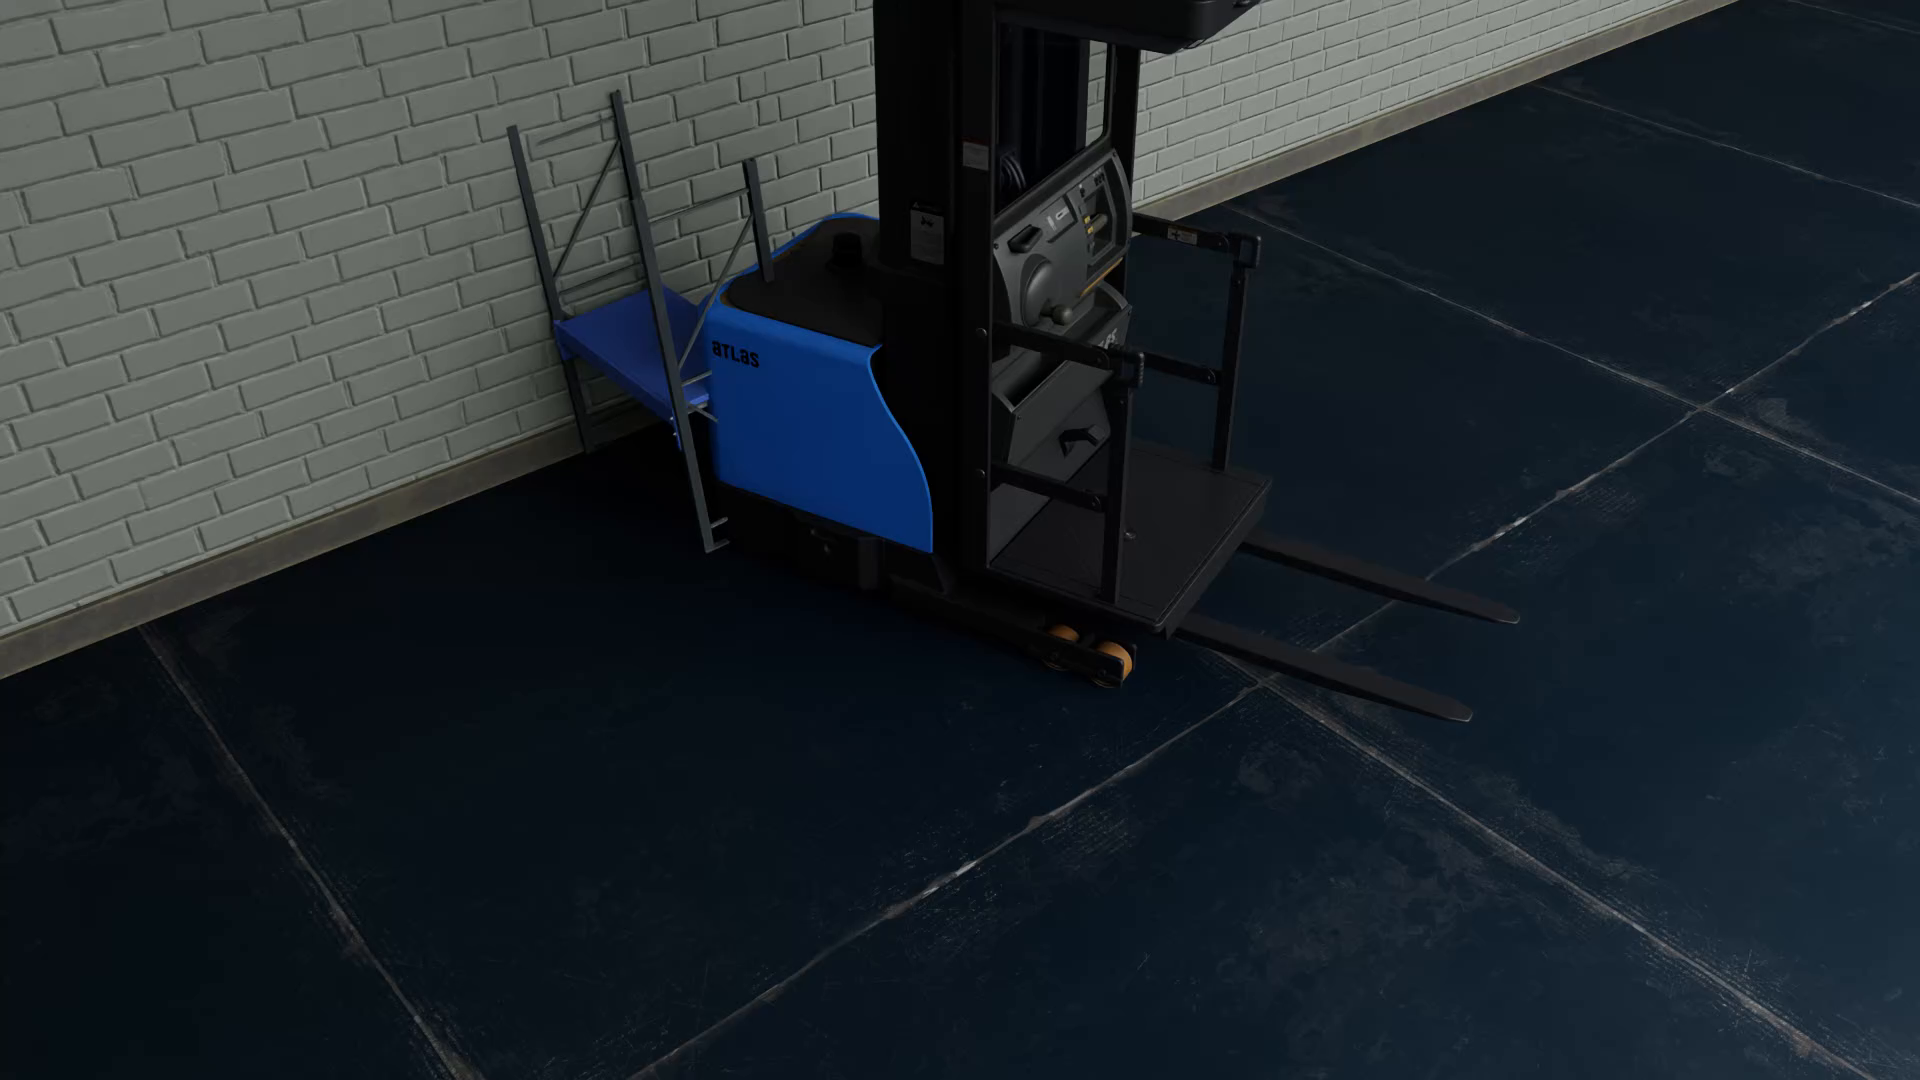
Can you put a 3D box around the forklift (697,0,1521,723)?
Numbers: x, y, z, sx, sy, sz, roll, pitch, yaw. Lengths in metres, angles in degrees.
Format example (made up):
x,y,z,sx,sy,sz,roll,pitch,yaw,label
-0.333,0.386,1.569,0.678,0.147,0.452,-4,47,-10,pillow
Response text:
x,y,z,sx,sy,sz,roll,pitch,yaw,label
0.541,-1.015,5.647,3.031,2.935,1.130,18,39,24,forklift

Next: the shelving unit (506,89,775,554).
x,y,z,sx,sy,sz,roll,pitch,yaw,label
-1.189,-0.874,6.621,0.538,1.500,1.048,-28,41,-28,shelving unit

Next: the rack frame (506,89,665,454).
x,y,z,sx,sy,sz,roll,pitch,yaw,label
-1.501,-1.089,6.960,0.500,1.500,0.032,-28,41,-28,rack frame

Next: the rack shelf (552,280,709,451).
x,y,z,sx,sy,sz,roll,pitch,yaw,label
-1.175,-0.729,6.726,0.538,0.185,1.000,-28,41,-28,rack shelf

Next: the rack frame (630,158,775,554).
x,y,z,sx,sy,sz,roll,pitch,yaw,label
-0.878,-0.658,6.282,0.500,1.500,0.032,-28,41,-28,rack frame
